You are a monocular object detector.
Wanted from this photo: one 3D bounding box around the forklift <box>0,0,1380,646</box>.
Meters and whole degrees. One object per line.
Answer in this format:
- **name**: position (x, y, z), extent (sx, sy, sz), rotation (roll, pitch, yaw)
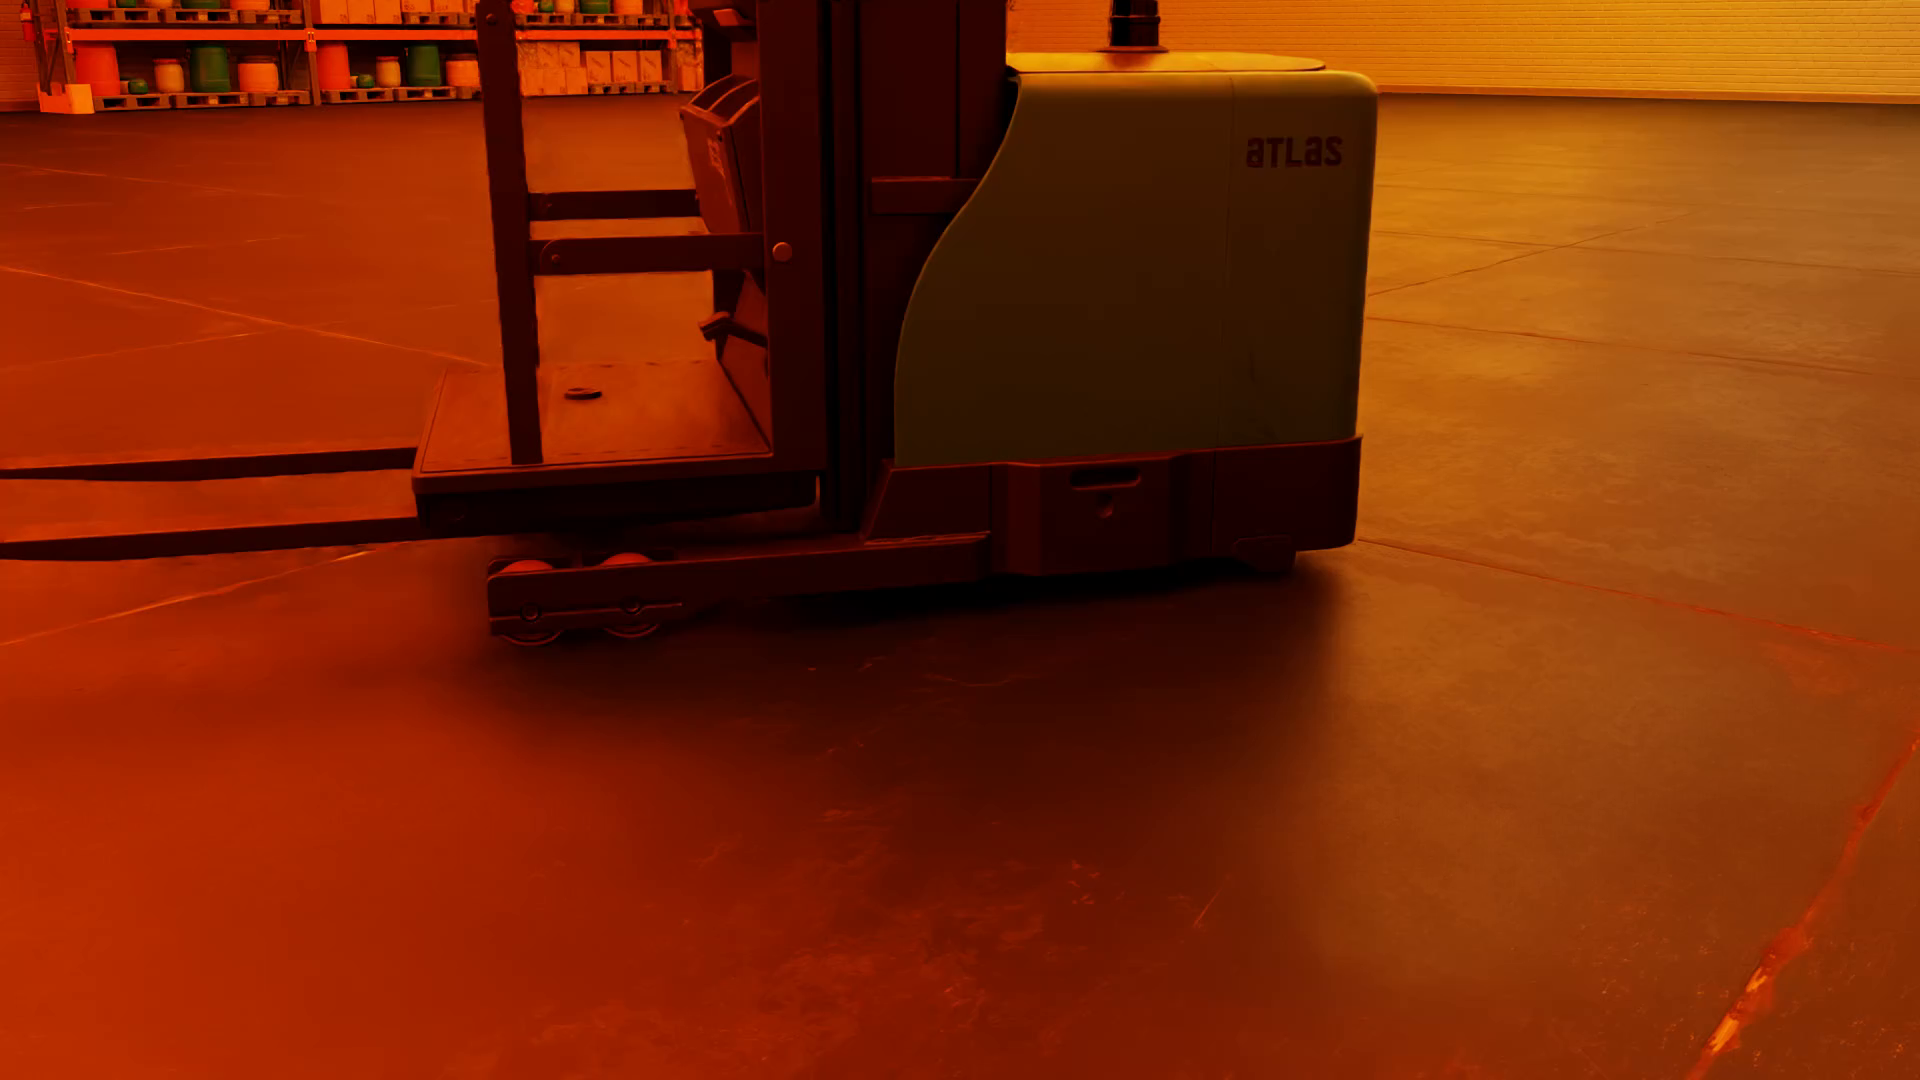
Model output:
- **forklift**: position (-0.691, -1.363, 3.387), extent (3.031, 2.935, 1.130), rotation (-4, 17, -13)
